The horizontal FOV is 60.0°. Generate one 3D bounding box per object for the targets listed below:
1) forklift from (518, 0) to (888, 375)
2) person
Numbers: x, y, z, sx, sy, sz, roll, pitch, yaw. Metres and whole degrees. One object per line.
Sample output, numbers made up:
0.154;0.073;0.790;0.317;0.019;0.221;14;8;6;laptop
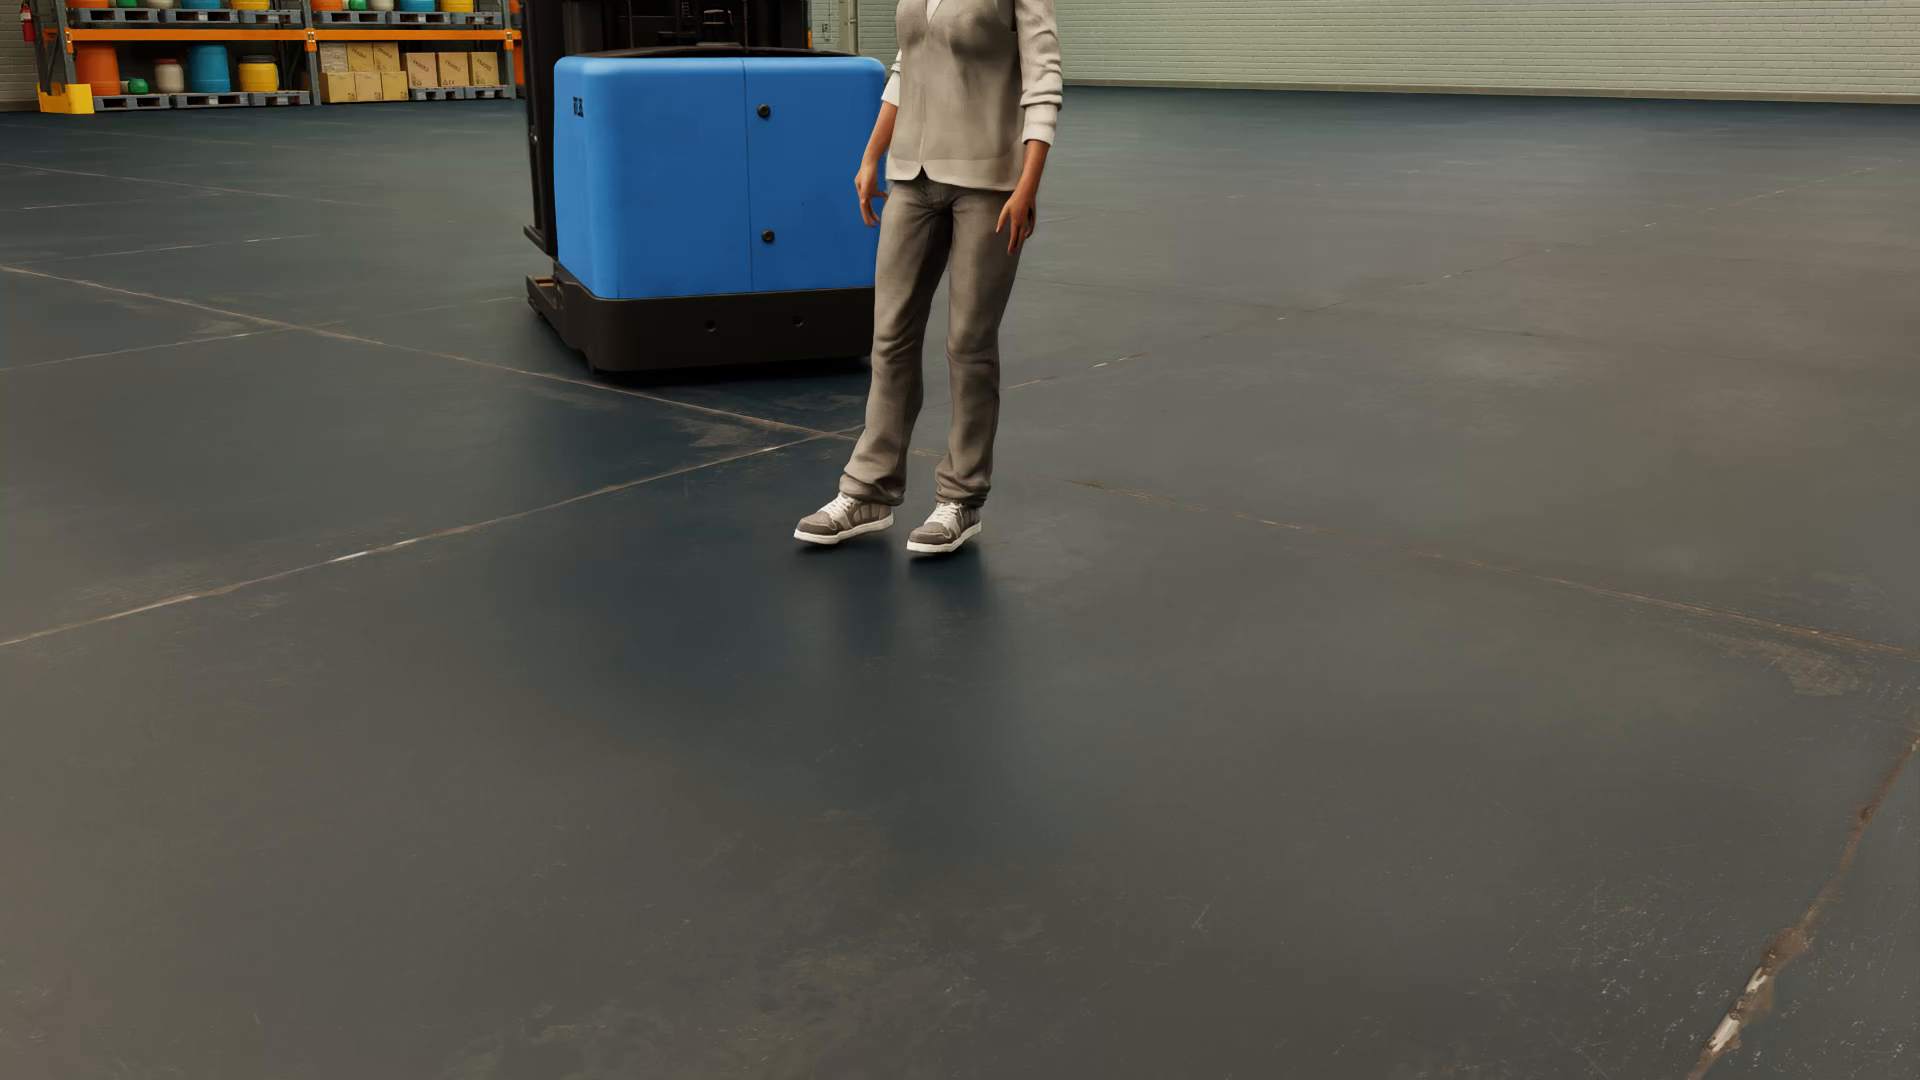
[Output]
-1.220;-2.350;6.637;1.130;2.935;3.031;-6;18;-19;forklift
-0.059;-0.757;3.661;0.520;1.599;0.473;13;21;37;person
